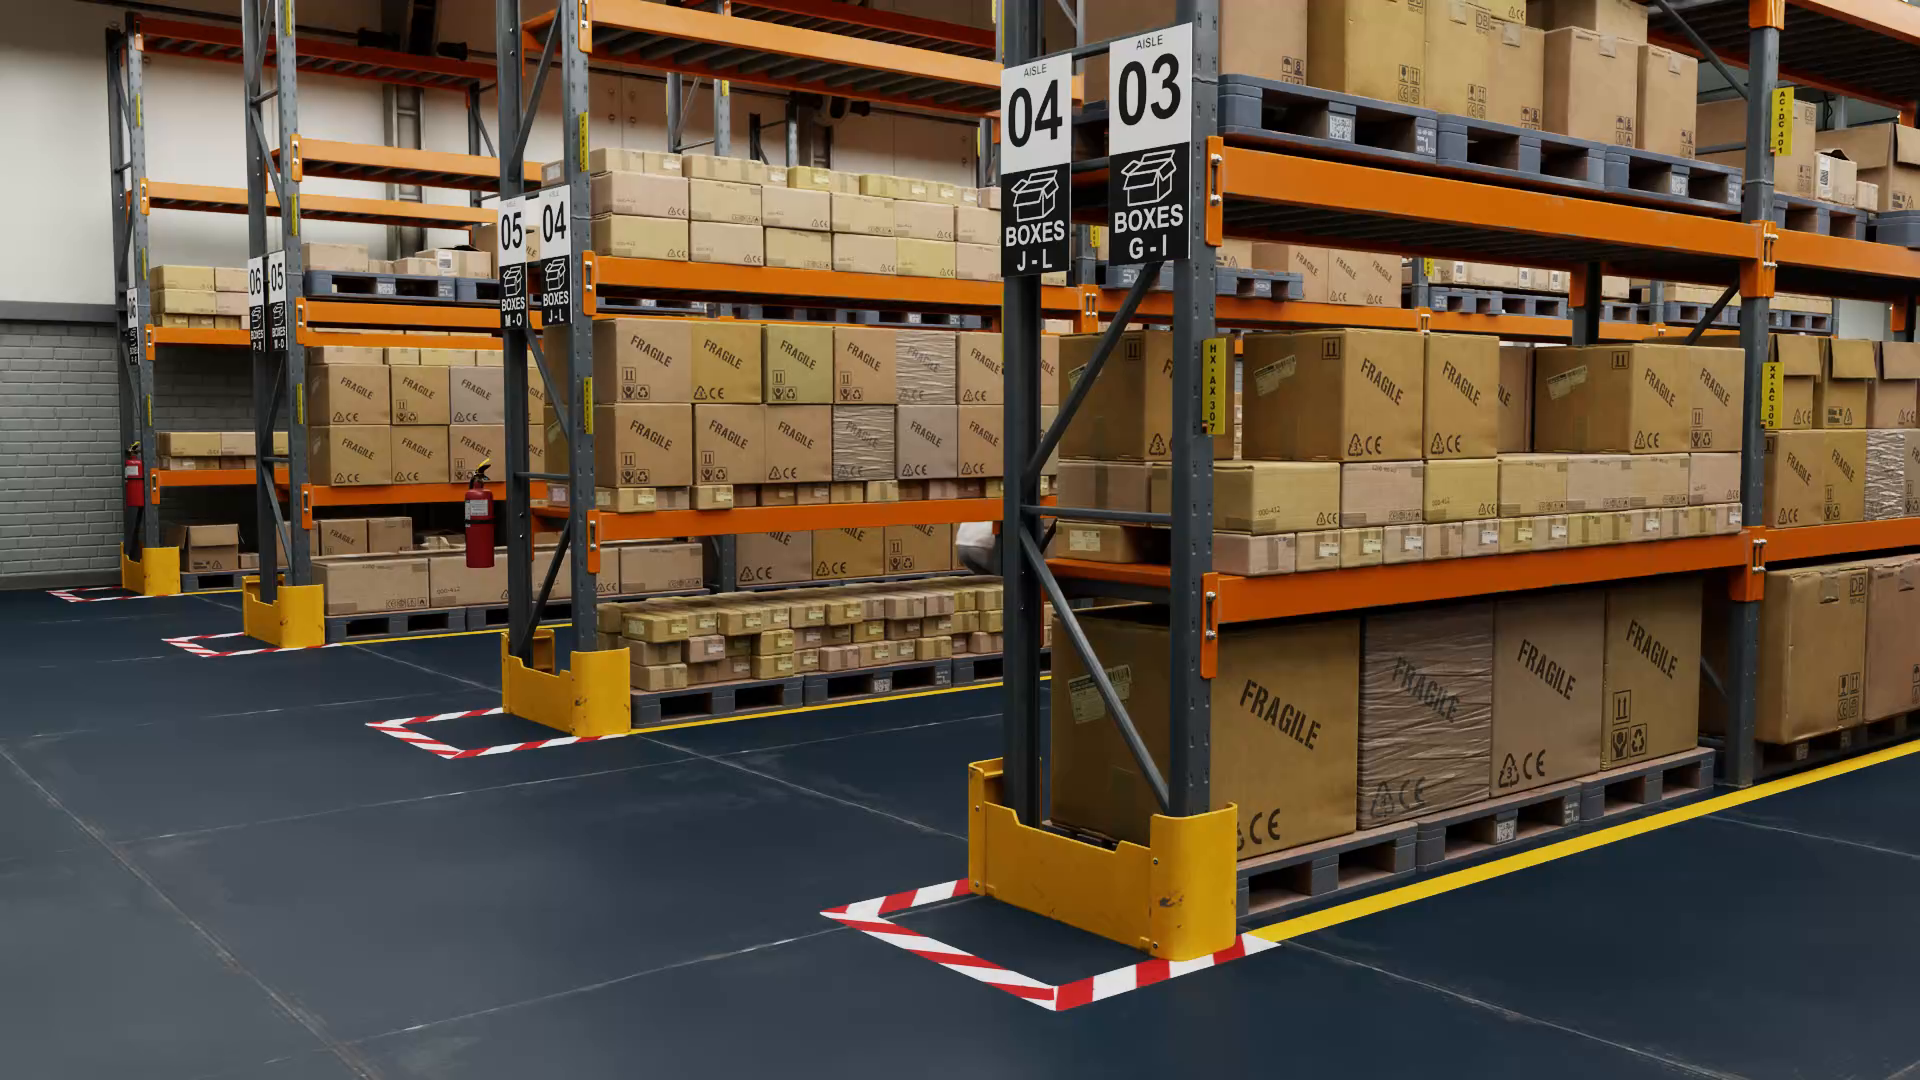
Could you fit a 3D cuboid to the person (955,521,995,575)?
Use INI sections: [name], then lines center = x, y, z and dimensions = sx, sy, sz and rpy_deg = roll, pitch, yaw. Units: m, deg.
[person]
center = 0.291, 0.061, 14.322
dimensions = 0.713, 1.507, 0.590
rpy_deg = -3, 5, -38
